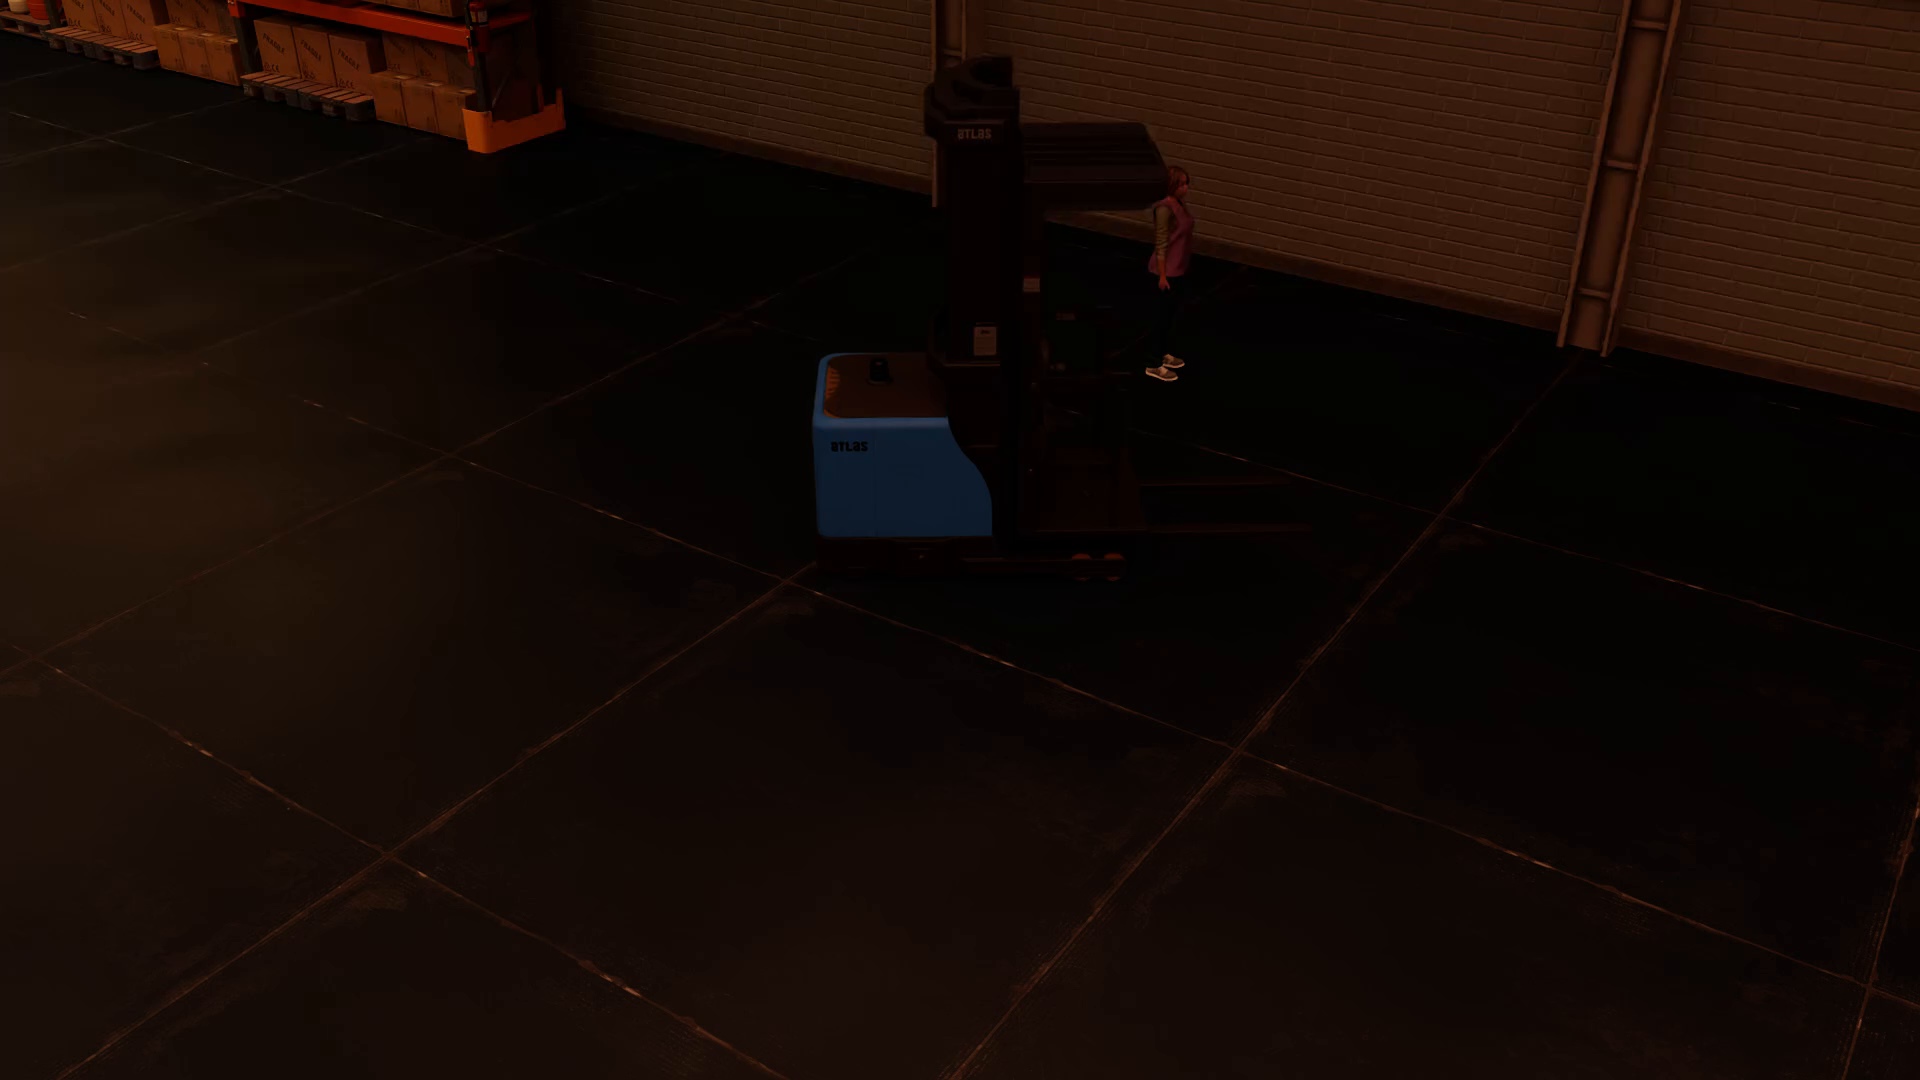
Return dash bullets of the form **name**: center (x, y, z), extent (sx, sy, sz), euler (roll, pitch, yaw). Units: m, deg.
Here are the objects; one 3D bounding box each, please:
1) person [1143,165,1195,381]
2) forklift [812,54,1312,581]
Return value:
- **person**: center (1.555, -1.994, 12.341), extent (0.316, 1.603, 0.415), euler (11, 32, 18)
- **forklift**: center (0.632, -1.286, 9.795), extent (3.031, 2.935, 1.130), euler (-1, 30, -1)
